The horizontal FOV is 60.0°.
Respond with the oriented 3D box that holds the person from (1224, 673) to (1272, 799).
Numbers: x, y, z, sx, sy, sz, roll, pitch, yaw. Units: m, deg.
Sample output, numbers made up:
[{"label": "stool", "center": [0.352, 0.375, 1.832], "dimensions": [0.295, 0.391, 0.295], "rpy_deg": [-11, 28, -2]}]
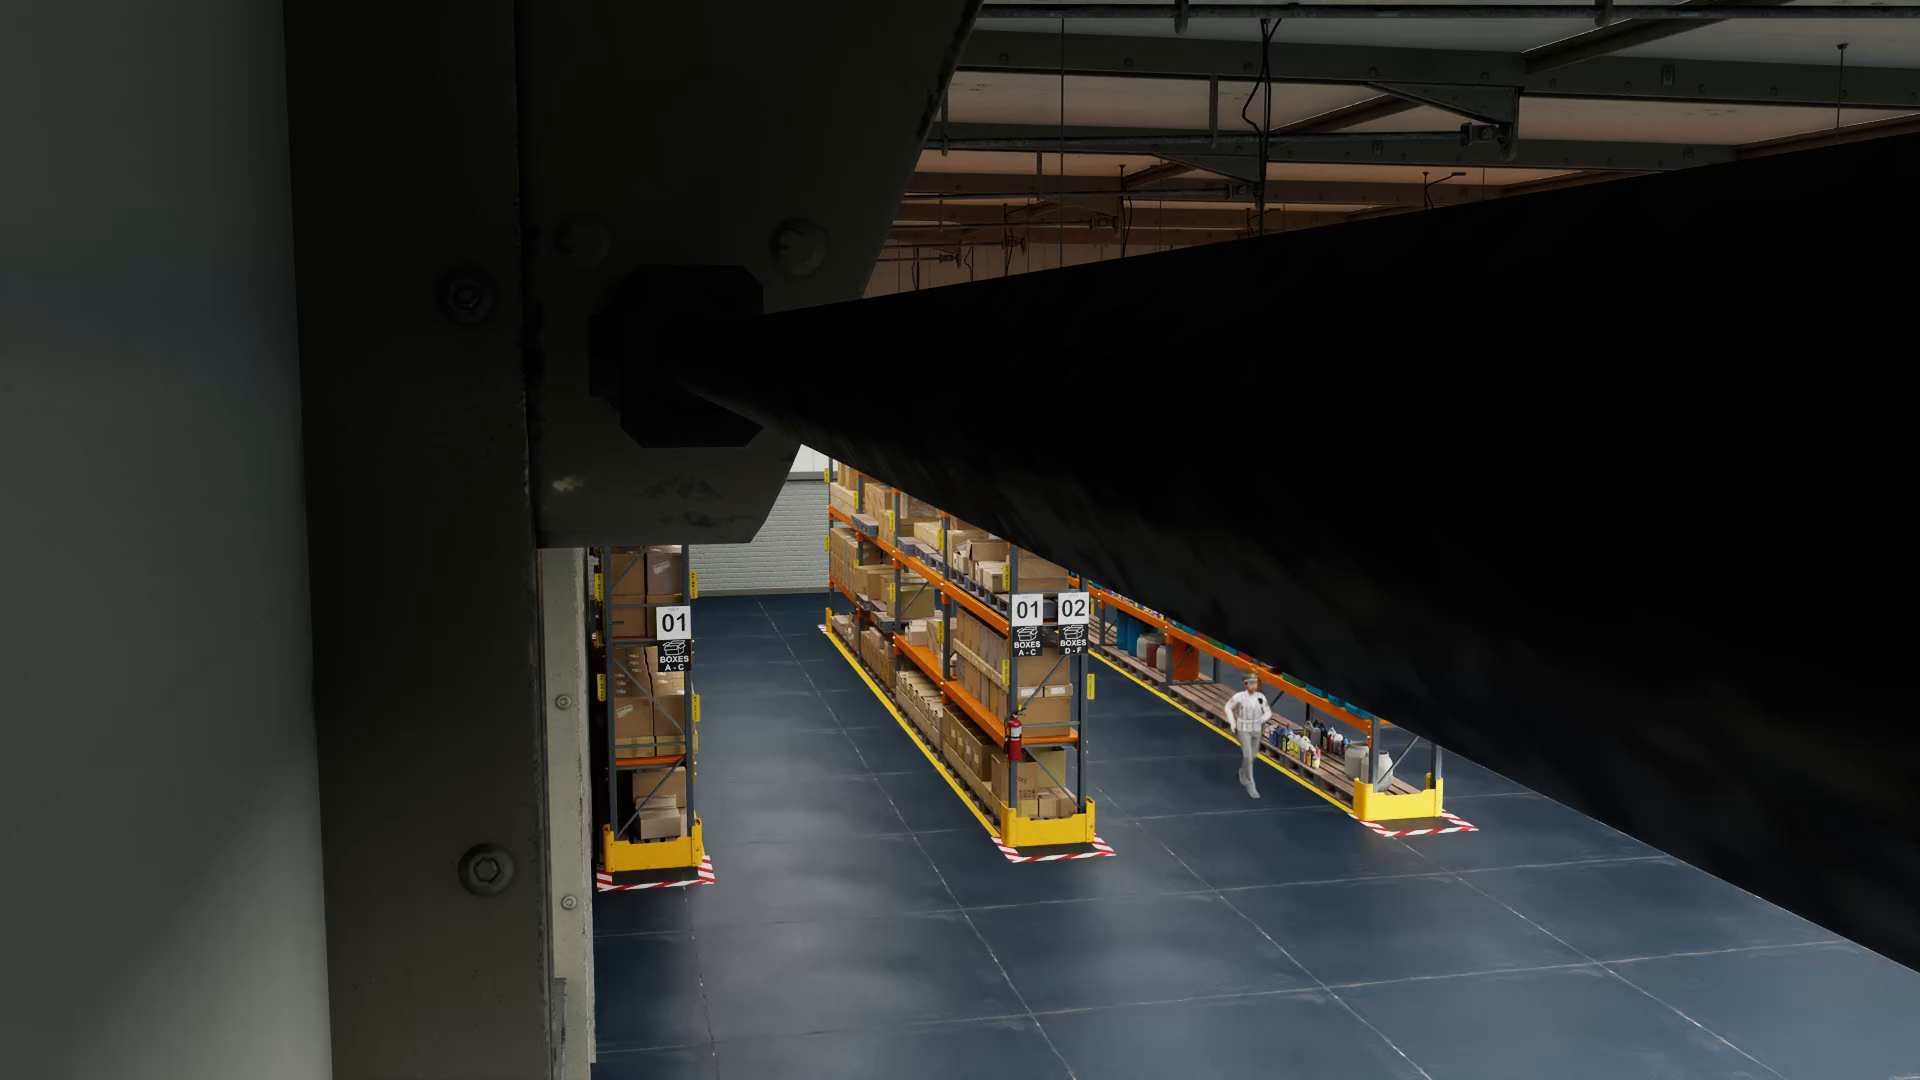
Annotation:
[{"label": "person", "center": [4.074, 2.700, 23.387], "dimensions": [0.611, 1.701, 0.844], "rpy_deg": [-2, 7, -14]}]
